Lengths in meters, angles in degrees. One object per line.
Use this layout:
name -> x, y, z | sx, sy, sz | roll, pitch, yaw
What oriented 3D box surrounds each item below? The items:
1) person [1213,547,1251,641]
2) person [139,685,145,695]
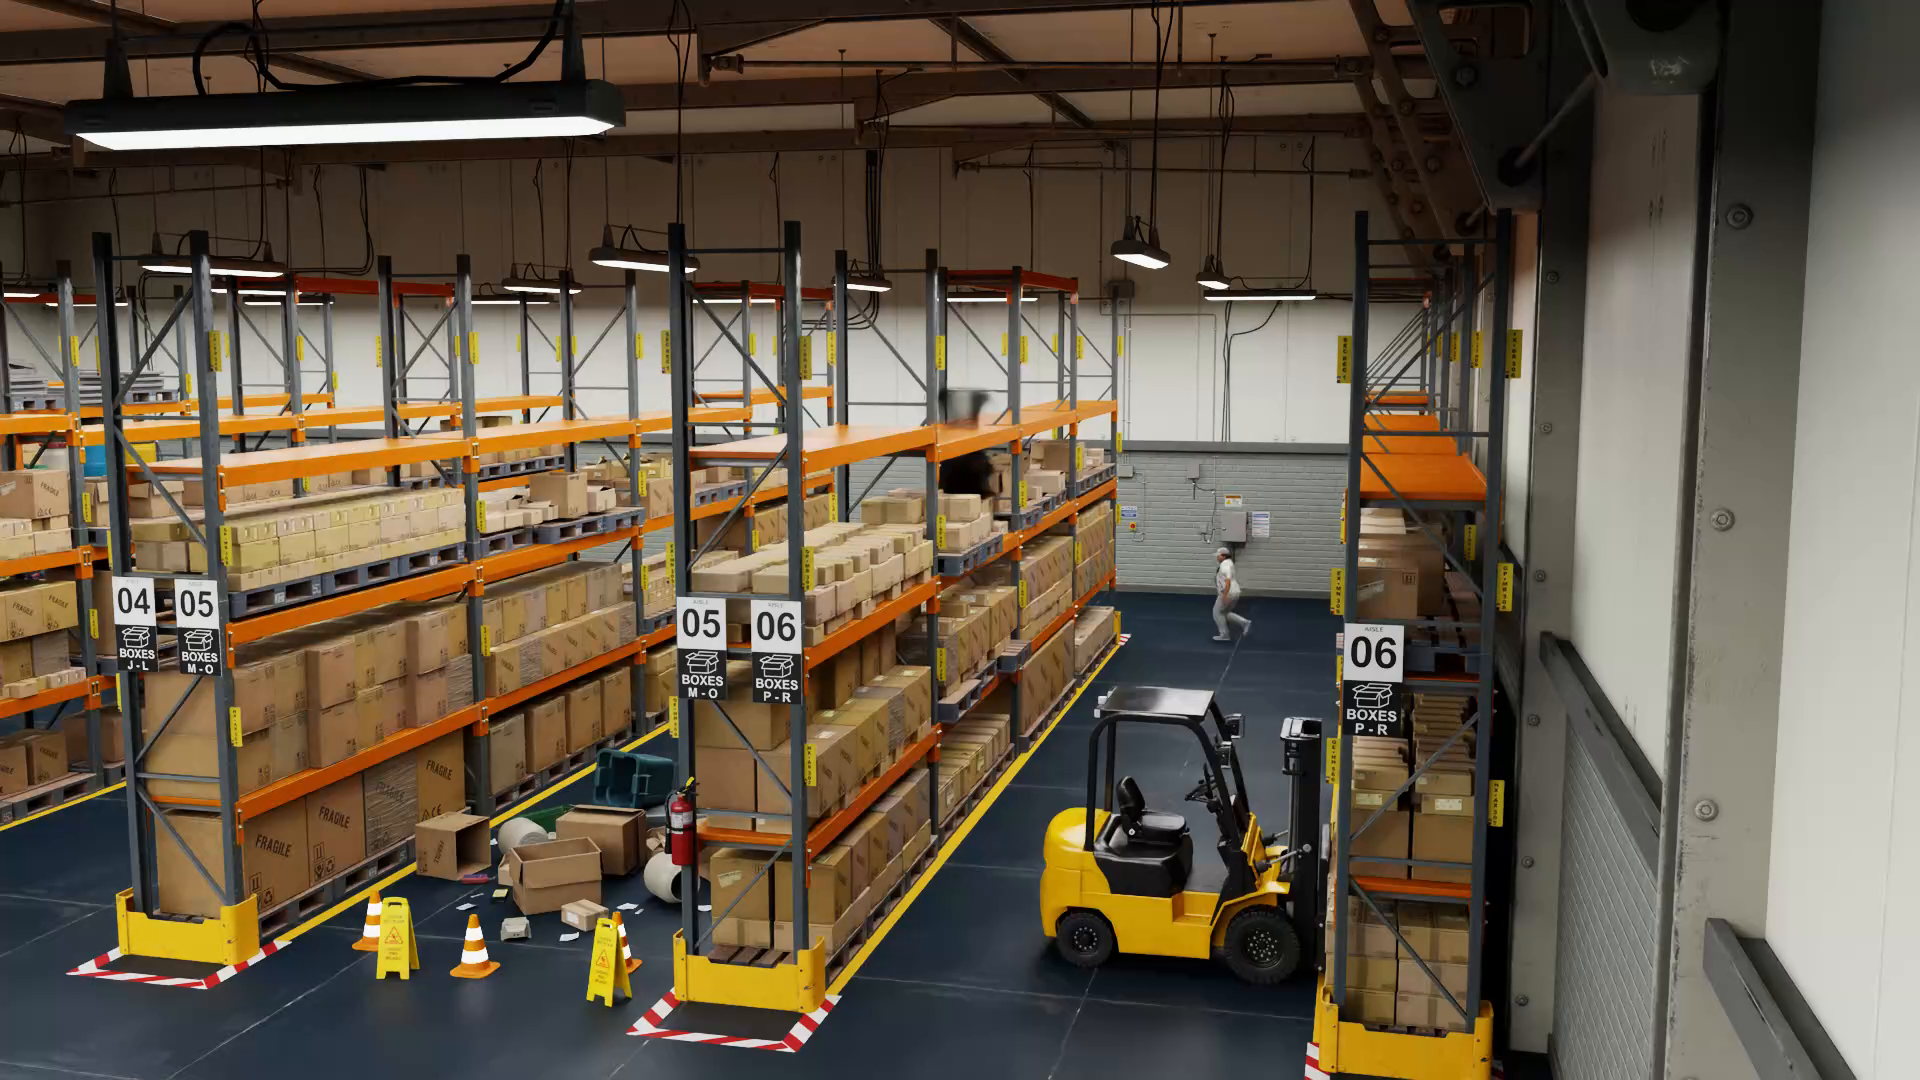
person -> 4.617, 0.918, 28.324 | 0.641, 1.591, 0.525 | 3, 8, 24
person -> -11.324, 1.549, 22.540 | 0.649, 1.780, 0.849 | 2, 7, 14
